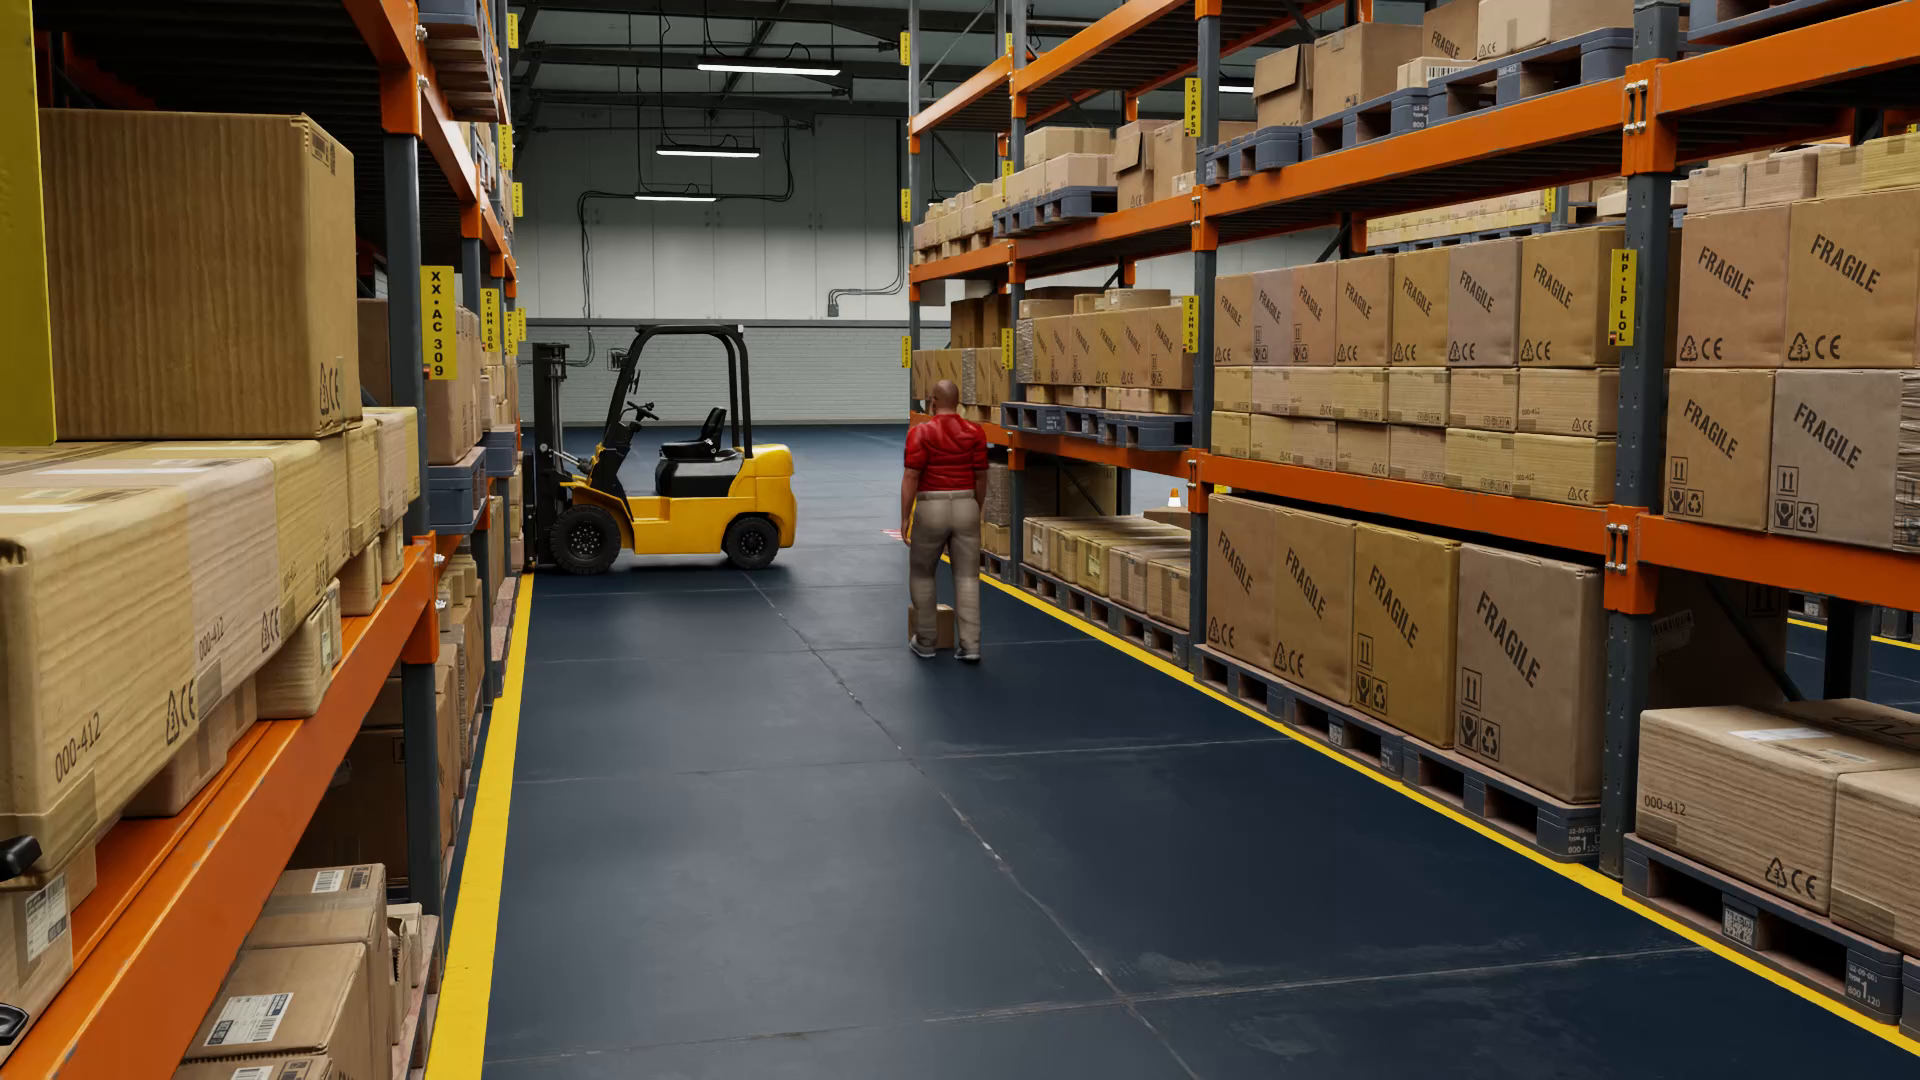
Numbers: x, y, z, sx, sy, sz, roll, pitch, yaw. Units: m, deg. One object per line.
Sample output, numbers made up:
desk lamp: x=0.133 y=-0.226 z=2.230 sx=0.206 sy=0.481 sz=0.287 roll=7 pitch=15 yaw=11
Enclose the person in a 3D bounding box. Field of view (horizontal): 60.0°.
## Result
person: x=-0.110 y=-0.121 z=10.254 sx=0.548 sy=1.729 sz=0.519 roll=-1 pitch=6 yaw=-12
